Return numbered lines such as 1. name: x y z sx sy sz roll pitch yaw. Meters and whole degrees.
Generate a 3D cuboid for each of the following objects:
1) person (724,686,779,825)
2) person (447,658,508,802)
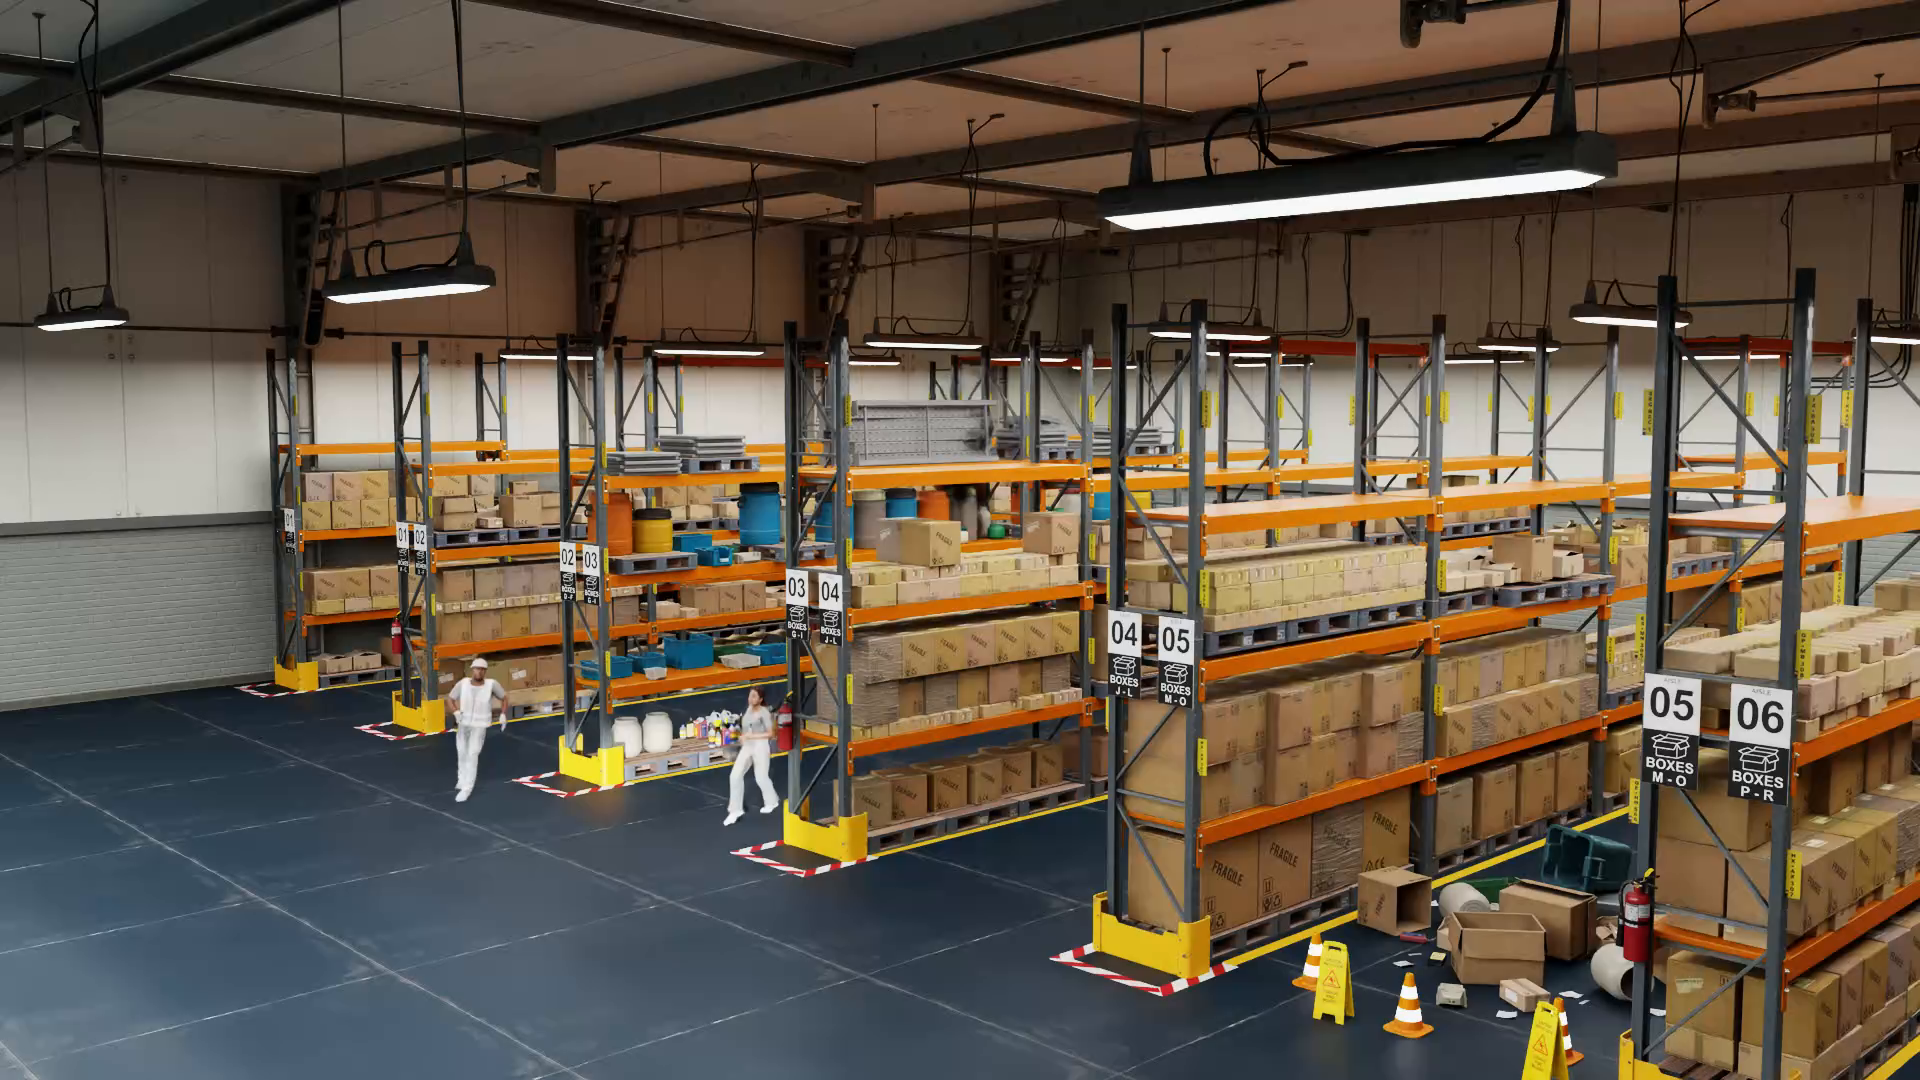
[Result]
1. person: -2.439 2.600 20.211 0.573 1.709 0.789 3 6 35
2. person: -6.252 2.406 21.432 0.742 1.763 0.916 0 5 -2
